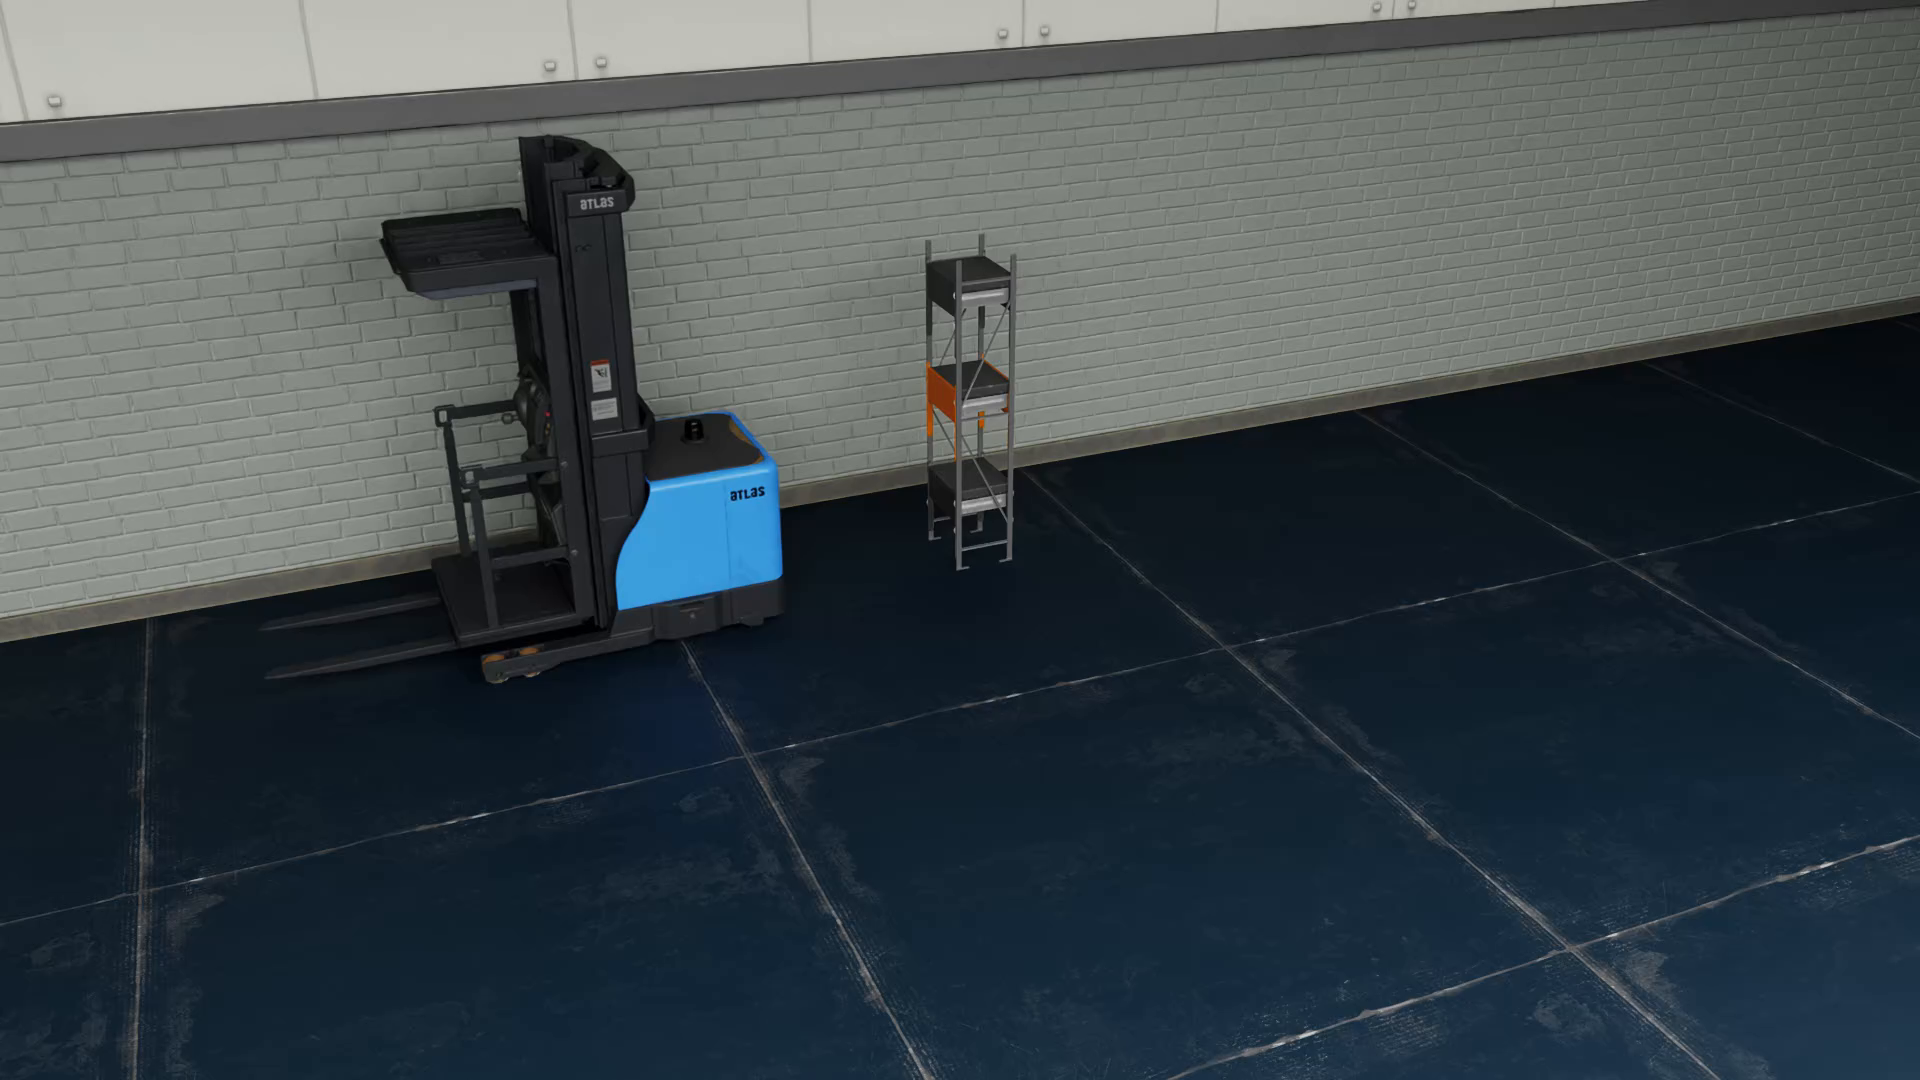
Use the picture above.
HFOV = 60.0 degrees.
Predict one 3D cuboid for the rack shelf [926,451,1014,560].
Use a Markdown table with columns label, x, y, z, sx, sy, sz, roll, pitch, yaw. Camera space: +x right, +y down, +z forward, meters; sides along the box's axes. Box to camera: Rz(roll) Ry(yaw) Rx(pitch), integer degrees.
| label | x | y | z | sx | sy | sz | roll | pitch | yaw |
| --- | --- | --- | --- | --- | --- | --- | --- | --- | --- |
| rack shelf | 0.065 | -0.235 | 11.112 | 0.431 | 0.518 | 0.480 | -11 | 28 | -21 |

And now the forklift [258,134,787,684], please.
| label | x | y | z | sx | sy | sz | roll | pitch | yaw |
| --- | --- | --- | --- | --- | --- | --- | --- | --- | --- |
| forklift | -2.640 | -0.745 | 9.582 | 3.031 | 2.935 | 1.130 | -11 | 28 | -21 |

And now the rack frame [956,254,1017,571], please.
| label | x | y | z | sx | sy | sz | roll | pitch | yaw |
| --- | --- | --- | --- | --- | --- | --- | --- | --- | --- |
| rack frame | 0.160 | -0.778 | 10.597 | 0.400 | 2.100 | 0.015 | -11 | 28 | -21 |

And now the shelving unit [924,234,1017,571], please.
| label | x | y | z | sx | sy | sz | roll | pitch | yaw |
| --- | --- | --- | --- | --- | --- | --- | --- | --- | --- |
| shelving unit | 0.065 | -0.877 | 10.799 | 0.431 | 2.100 | 0.503 | -11 | 28 | -21 |

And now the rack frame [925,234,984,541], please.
| label | x | y | z | sx | sy | sz | roll | pitch | yaw |
| --- | --- | --- | --- | --- | --- | --- | --- | --- | --- |
| rack frame | -0.031 | -0.975 | 11.000 | 0.400 | 2.100 | 0.015 | -11 | 28 | -21 |

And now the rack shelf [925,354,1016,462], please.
| label | x | y | z | sx | sy | sz | roll | pitch | yaw |
| --- | --- | --- | --- | --- | --- | --- | --- | --- | --- |
| rack shelf | 0.065 | -0.864 | 10.805 | 0.431 | 0.518 | 0.480 | -11 | 28 | -21 |

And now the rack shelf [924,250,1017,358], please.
| label | x | y | z | sx | sy | sz | roll | pitch | yaw |
| --- | --- | --- | --- | --- | --- | --- | --- | --- | --- |
| rack shelf | 0.065 | -1.493 | 10.497 | 0.431 | 0.518 | 0.480 | -11 | 28 | -21 |
